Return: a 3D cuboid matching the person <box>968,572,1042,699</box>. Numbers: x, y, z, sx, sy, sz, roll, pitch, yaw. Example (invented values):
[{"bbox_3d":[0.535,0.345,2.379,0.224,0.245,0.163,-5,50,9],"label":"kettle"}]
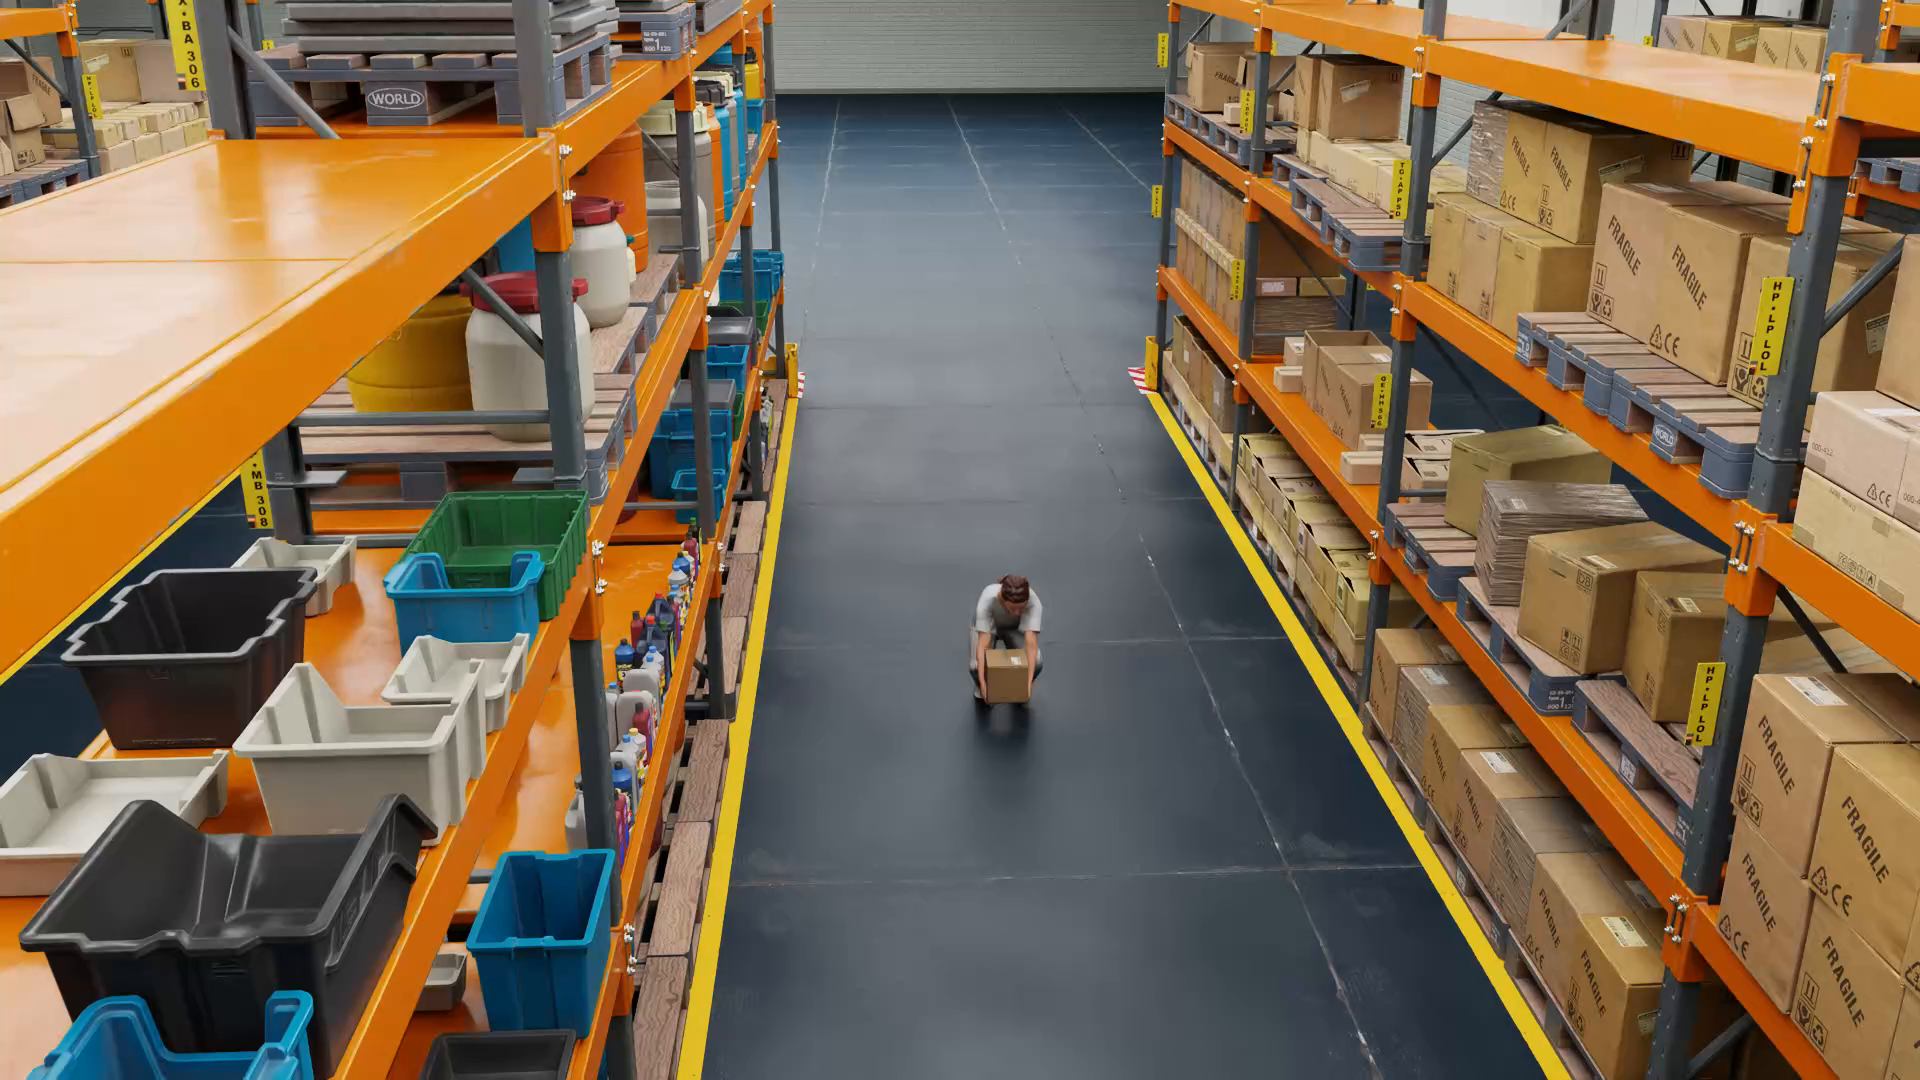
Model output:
[{"bbox_3d":[0.282,0.594,10.541,0.459,0.947,0.821,-2,21,-4],"label":"person"}]
